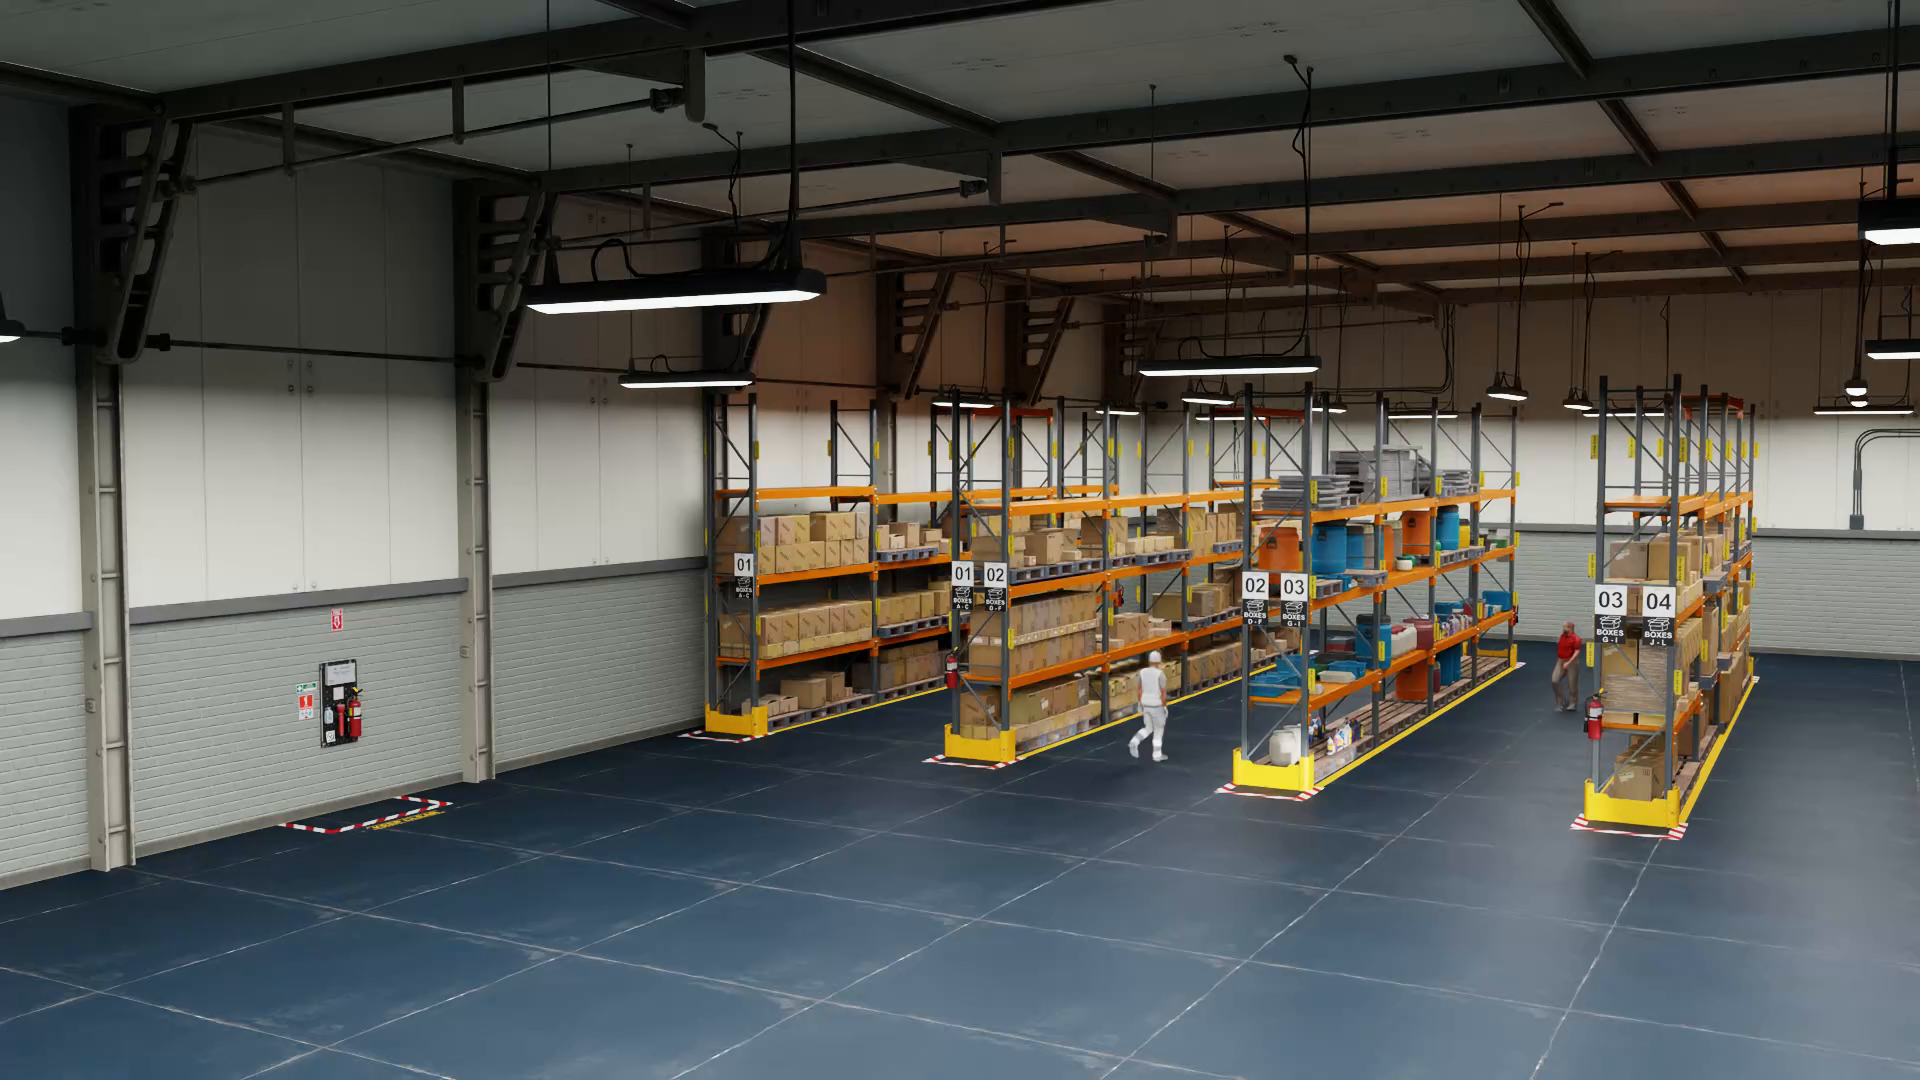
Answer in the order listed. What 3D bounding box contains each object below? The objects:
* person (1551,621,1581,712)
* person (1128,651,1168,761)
[{"bbox_3d":[11.647,2.426,31.894,0.683,1.733,0.511,-3,4,-45],"label":"person"},{"bbox_3d":[3.051,2.664,26.635,0.726,1.779,0.539,-2,4,-31],"label":"person"}]
